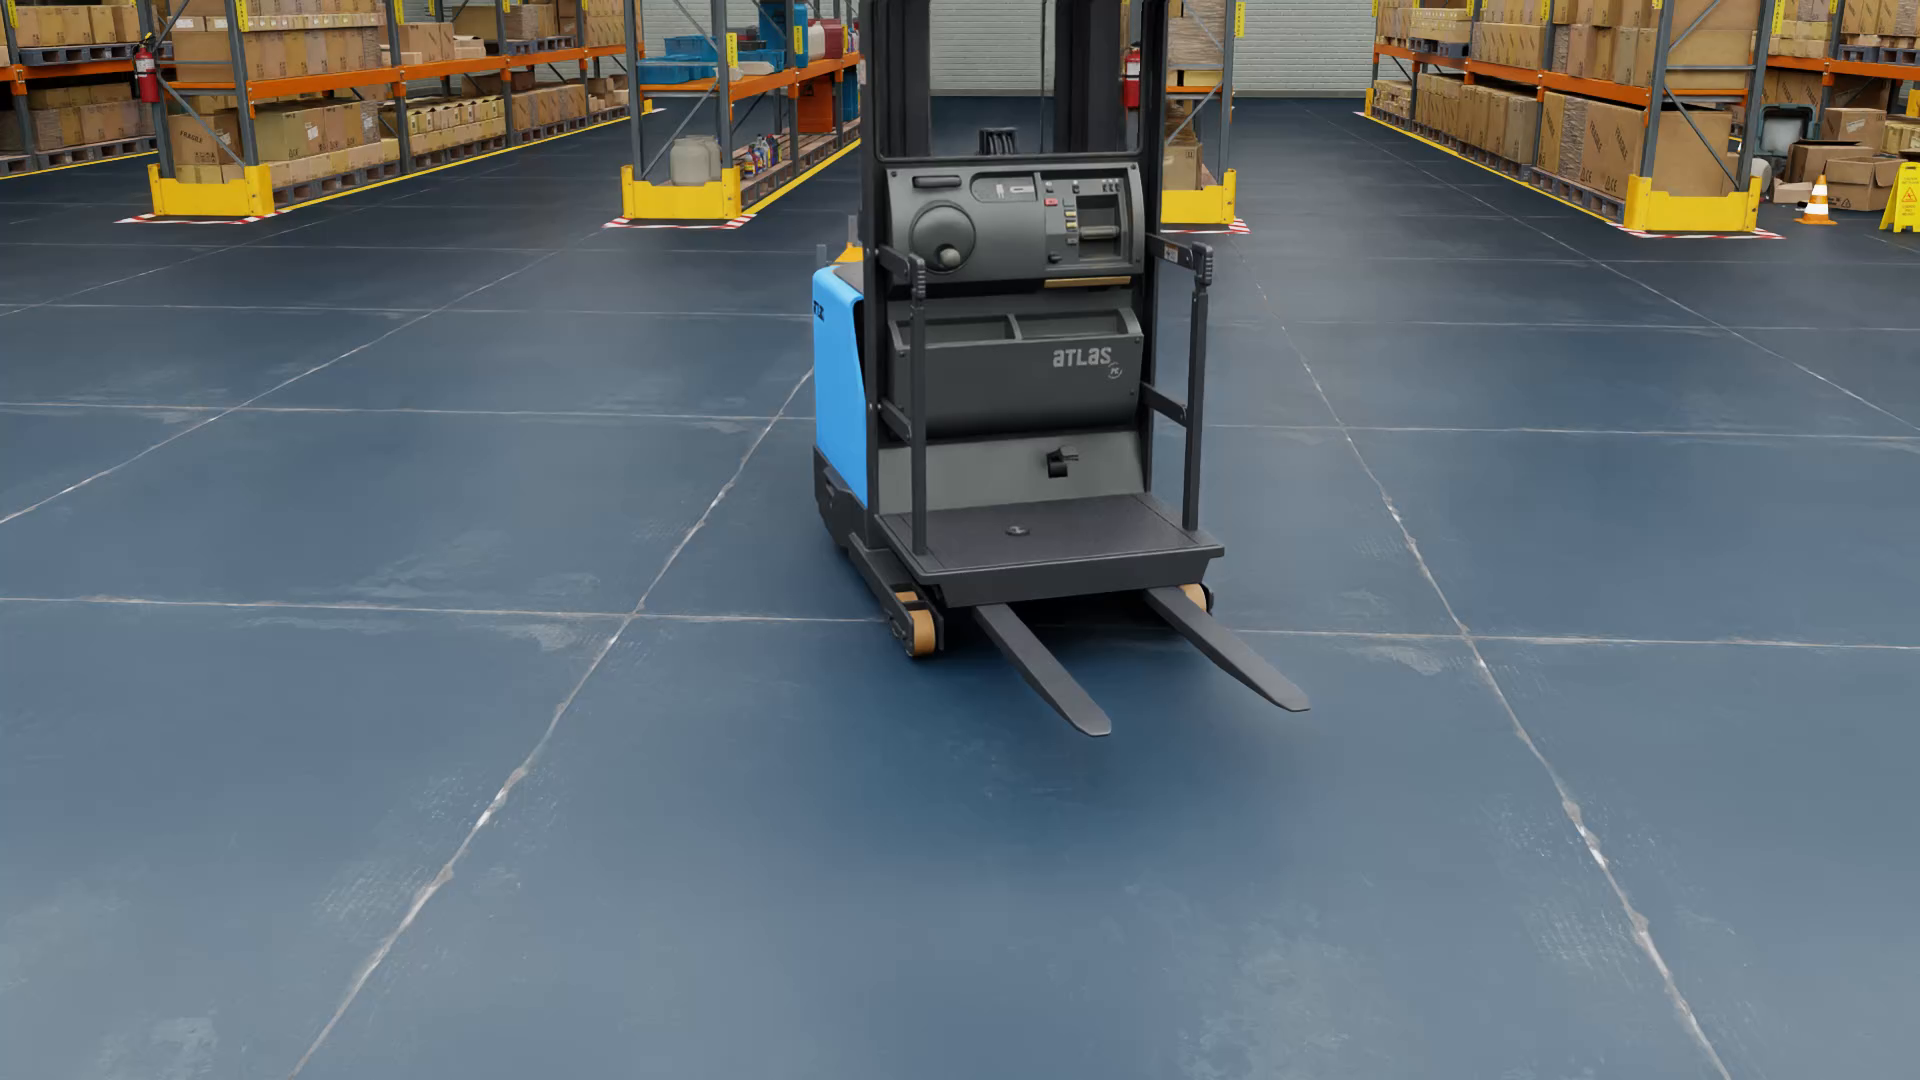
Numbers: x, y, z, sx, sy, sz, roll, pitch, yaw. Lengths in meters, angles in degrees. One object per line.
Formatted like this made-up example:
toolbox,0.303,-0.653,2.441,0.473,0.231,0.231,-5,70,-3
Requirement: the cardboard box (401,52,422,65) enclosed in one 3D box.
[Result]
cardboard box,-7.184,-6.220,21.492,0.380,0.149,0.250,1,18,4

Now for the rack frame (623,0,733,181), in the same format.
rack frame,-2.798,-4.715,16.494,1.000,3.000,0.127,1,18,4

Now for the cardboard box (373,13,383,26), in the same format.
cardboard box,-7.257,-6.335,20.238,0.380,0.149,0.250,1,18,4

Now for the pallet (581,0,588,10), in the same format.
pallet,-6.324,-9.092,27.995,0.100,0.325,0.005,1,18,4

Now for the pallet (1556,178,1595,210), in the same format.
pallet,7.152,-3.765,18.074,1.003,0.211,1.213,1,18,4

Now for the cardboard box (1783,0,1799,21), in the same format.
cardboard box,12.448,-7.870,24.358,0.500,0.500,0.500,1,18,4

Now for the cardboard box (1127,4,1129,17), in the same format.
cardboard box,1.966,-5.600,16.952,0.500,0.500,0.500,1,18,4

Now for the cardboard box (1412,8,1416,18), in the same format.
cardboard box,7.456,-8.440,26.636,0.380,0.149,0.250,2,18,7

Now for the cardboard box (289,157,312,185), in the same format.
cardboard box,-7.446,-4.036,18.166,0.500,0.250,0.500,1,18,4

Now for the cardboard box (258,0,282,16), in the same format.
cardboard box,-7.656,-5.815,17.608,0.700,0.500,0.500,1,18,2

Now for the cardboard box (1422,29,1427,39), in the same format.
cardboard box,7.383,-7.836,25.750,0.380,0.149,0.250,0,18,1

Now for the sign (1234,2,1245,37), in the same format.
sign,2.684,-5.004,15.985,0.100,0.325,0.005,1,18,4

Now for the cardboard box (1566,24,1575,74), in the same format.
cardboard box,7.338,-5.489,18.618,0.875,0.550,0.550,1,18,4

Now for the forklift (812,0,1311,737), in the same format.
forklift,0.263,-1.126,5.652,1.130,2.935,3.031,-5,19,-15

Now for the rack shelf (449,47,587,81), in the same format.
rack shelf,-7.021,-7.590,26.426,1.077,0.370,4.000,1,18,4

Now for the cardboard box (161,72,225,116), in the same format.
cardboard box,-11.922,-6.824,25.710,0.750,0.750,0.750,1,18,3

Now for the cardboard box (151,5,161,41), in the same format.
cardboard box,-12.129,-7.531,24.222,0.700,0.500,0.500,-1,18,-3

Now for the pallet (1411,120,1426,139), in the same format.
pallet,7.888,-6.622,26.794,1.003,0.211,1.213,1,18,4

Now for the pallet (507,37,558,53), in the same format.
pallet,-7.030,-7.824,26.292,1.003,0.211,1.213,1,18,4

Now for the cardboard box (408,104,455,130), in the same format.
cardboard box,-7.096,-5.667,22.242,0.500,0.311,0.500,1,18,2

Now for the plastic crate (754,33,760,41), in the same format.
plastic crate,-2.742,-6.299,21.355,0.392,0.384,0.575,1,18,4

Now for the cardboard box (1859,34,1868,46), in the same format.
cardboard box,12.272,-6.680,22.221,0.380,0.149,0.250,0,18,0

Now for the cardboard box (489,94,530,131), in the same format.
cardboard box,-6.847,-6.467,25.151,0.500,0.500,0.500,2,18,6

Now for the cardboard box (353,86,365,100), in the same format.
cardboard box,-11.554,-8.386,31.037,0.700,0.500,0.500,1,18,2

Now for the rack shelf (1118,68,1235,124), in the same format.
rack shelf,2.286,-4.883,18.165,1.077,0.370,4.000,1,18,4

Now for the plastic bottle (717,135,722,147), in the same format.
plastic bottle,-2.839,-4.663,19.883,0.144,0.351,0.185,1,18,4

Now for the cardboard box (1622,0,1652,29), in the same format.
cardboard box,7.095,-5.334,16.409,0.875,0.550,0.550,1,18,4

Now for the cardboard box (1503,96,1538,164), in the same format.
cardboard box,7.324,-5.030,20.394,1.050,0.750,0.750,1,18,4

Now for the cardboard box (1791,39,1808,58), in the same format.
cardboard box,12.399,-7.118,24.070,0.500,0.250,0.500,2,18,5

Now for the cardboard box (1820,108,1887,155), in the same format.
cardboard box,10.536,-4.828,19.637,0.500,0.500,0.500,1,18,4

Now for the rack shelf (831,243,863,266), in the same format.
rack shelf,-0.335,-1.177,7.769,0.538,0.278,1.000,1,18,4

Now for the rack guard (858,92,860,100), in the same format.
rack guard,-1.662,-8.504,32.073,1.175,0.500,0.348,1,18,4

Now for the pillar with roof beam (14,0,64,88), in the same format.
pillar with roof beam,-8.768,-9.791,22.351,9.100,9.000,0.400,1,18,4

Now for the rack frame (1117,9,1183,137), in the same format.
rack frame,2.716,-7.089,23.740,1.000,3.000,0.127,1,18,4

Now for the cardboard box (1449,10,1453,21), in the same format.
cardboard box,7.254,-7.550,23.921,0.380,0.149,0.250,1,18,3

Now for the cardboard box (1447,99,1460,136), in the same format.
cardboard box,7.442,-6.169,24.271,0.500,0.500,0.500,1,18,4

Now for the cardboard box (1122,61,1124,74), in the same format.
cardboard box,2.025,-5.357,18.858,0.380,0.149,0.250,1,18,4

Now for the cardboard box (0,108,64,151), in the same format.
cardboard box,-12.356,-5.428,21.980,0.700,0.500,0.500,2,18,6

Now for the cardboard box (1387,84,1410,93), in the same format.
cardboard box,7.778,-7.995,29.452,0.380,0.149,0.250,2,18,5

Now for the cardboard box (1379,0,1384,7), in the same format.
cardboard box,7.933,-9.962,30.264,0.500,0.500,0.500,1,18,4

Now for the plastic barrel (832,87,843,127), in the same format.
plastic barrel,-2.125,-6.756,25.923,0.600,0.588,0.708,1,18,4

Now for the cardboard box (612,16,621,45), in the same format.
cardboard box,-6.463,-9.226,30.100,0.500,0.500,0.500,1,18,3

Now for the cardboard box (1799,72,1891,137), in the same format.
cardboard box,12.733,-6.270,23.979,0.875,0.875,0.875,1,18,3

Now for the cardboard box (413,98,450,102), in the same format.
cardboard box,-7.524,-6.151,23.719,0.500,0.311,0.500,1,18,3

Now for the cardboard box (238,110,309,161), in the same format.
cardboard box,-7.444,-4.393,18.049,0.500,0.500,0.500,1,18,4

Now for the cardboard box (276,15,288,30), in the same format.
cardboard box,-7.439,-5.537,17.802,0.380,0.149,0.250,1,18,3

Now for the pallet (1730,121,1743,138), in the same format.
pallet,12.907,-6.543,26.554,1.003,0.211,1.213,1,18,4

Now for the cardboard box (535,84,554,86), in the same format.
cardboard box,-7.155,-7.430,28.088,0.500,0.500,0.500,0,18,1

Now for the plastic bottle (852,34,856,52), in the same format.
plastic bottle,-1.732,-7.869,26.321,0.152,0.276,0.135,1,18,4

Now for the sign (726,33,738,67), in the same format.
sign,-2.249,-4.833,16.410,0.100,0.325,0.005,1,18,4

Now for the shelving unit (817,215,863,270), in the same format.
shelving unit,-0.335,-0.899,7.860,0.538,1.125,1.048,1,18,4

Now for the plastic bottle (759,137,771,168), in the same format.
plastic bottle,-2.307,-4.541,19.512,0.144,0.351,0.185,1,18,4

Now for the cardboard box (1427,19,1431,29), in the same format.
cardboard box,7.367,-7.891,25.439,0.380,0.149,0.250,1,18,3

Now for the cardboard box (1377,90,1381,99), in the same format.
cardboard box,7.860,-8.177,30.486,0.380,0.149,0.250,1,18,4

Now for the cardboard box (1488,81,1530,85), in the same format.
cardboard box,7.947,-6.524,24.150,0.500,0.250,0.500,0,18,1

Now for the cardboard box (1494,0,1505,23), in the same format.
cardboard box,7.579,-7.173,22.231,0.700,0.500,0.500,1,18,3
